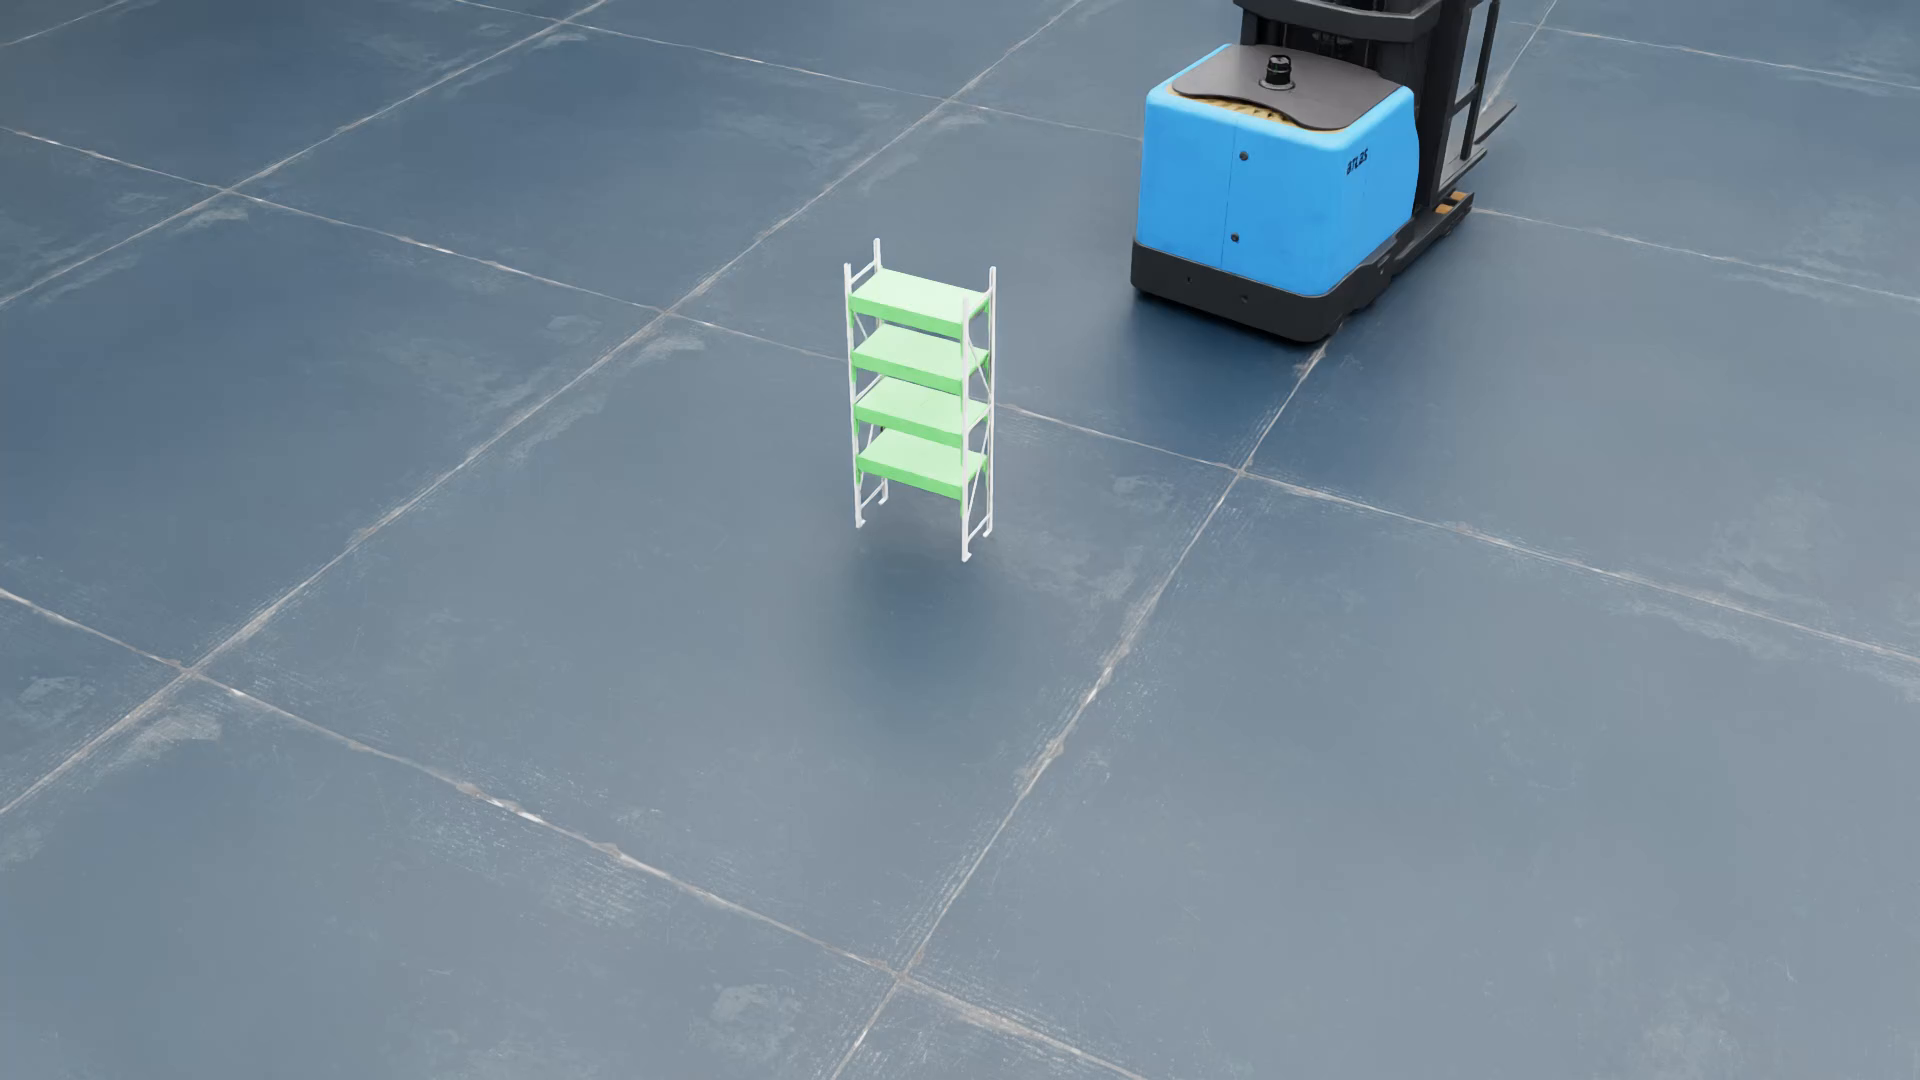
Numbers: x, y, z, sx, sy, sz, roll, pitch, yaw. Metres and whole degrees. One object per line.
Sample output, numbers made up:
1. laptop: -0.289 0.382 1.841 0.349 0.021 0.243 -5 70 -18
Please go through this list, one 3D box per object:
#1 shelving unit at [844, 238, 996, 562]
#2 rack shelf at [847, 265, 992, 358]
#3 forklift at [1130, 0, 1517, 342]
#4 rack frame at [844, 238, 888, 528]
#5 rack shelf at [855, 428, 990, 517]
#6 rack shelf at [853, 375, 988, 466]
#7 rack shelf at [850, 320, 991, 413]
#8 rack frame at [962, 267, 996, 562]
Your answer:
1. shelving unit: -0.147 -0.524 6.448 0.503 1.200 0.258 17 41 21
2. rack shelf: -0.147 -0.855 6.196 0.480 0.148 0.258 17 41 21
3. forklift: 2.123 -2.948 8.210 1.130 2.935 3.031 24 43 28
4. rack frame: -0.364 -0.592 6.537 0.015 1.200 0.240 17 41 21
5. rack shelf: -0.147 -0.282 6.632 0.480 0.148 0.258 17 41 21
6. rack shelf: -0.147 -0.473 6.487 0.480 0.148 0.258 17 41 21
7. rack shelf: -0.147 -0.664 6.341 0.480 0.148 0.258 17 41 21
8. rack frame: 0.070 -0.456 6.358 0.015 1.200 0.240 17 41 21
